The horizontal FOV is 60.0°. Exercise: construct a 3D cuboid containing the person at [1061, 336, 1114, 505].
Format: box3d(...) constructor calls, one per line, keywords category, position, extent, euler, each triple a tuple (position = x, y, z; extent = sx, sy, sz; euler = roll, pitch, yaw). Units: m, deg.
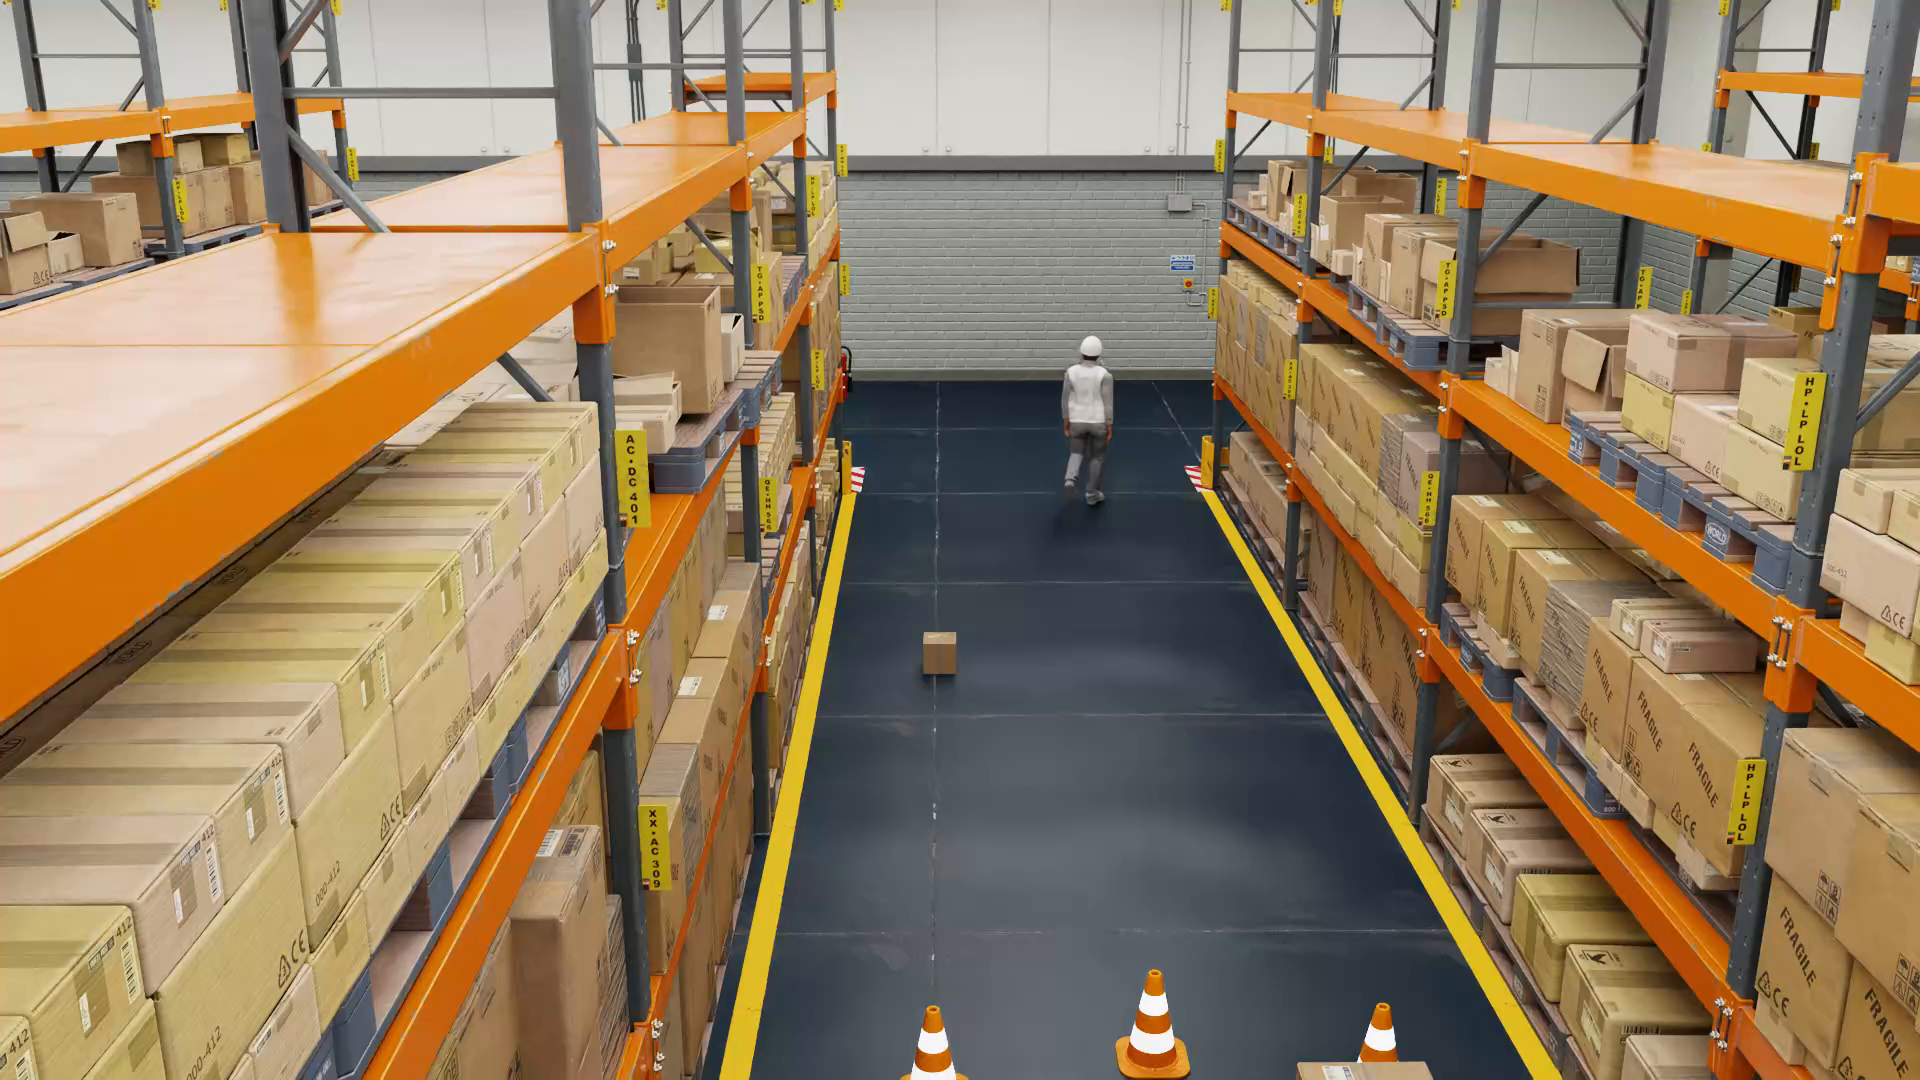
box3d(category="person", position=(1.290, -1.200, 16.870), extent=(0.545, 1.759, 0.633), euler=(7, 18, 20))
